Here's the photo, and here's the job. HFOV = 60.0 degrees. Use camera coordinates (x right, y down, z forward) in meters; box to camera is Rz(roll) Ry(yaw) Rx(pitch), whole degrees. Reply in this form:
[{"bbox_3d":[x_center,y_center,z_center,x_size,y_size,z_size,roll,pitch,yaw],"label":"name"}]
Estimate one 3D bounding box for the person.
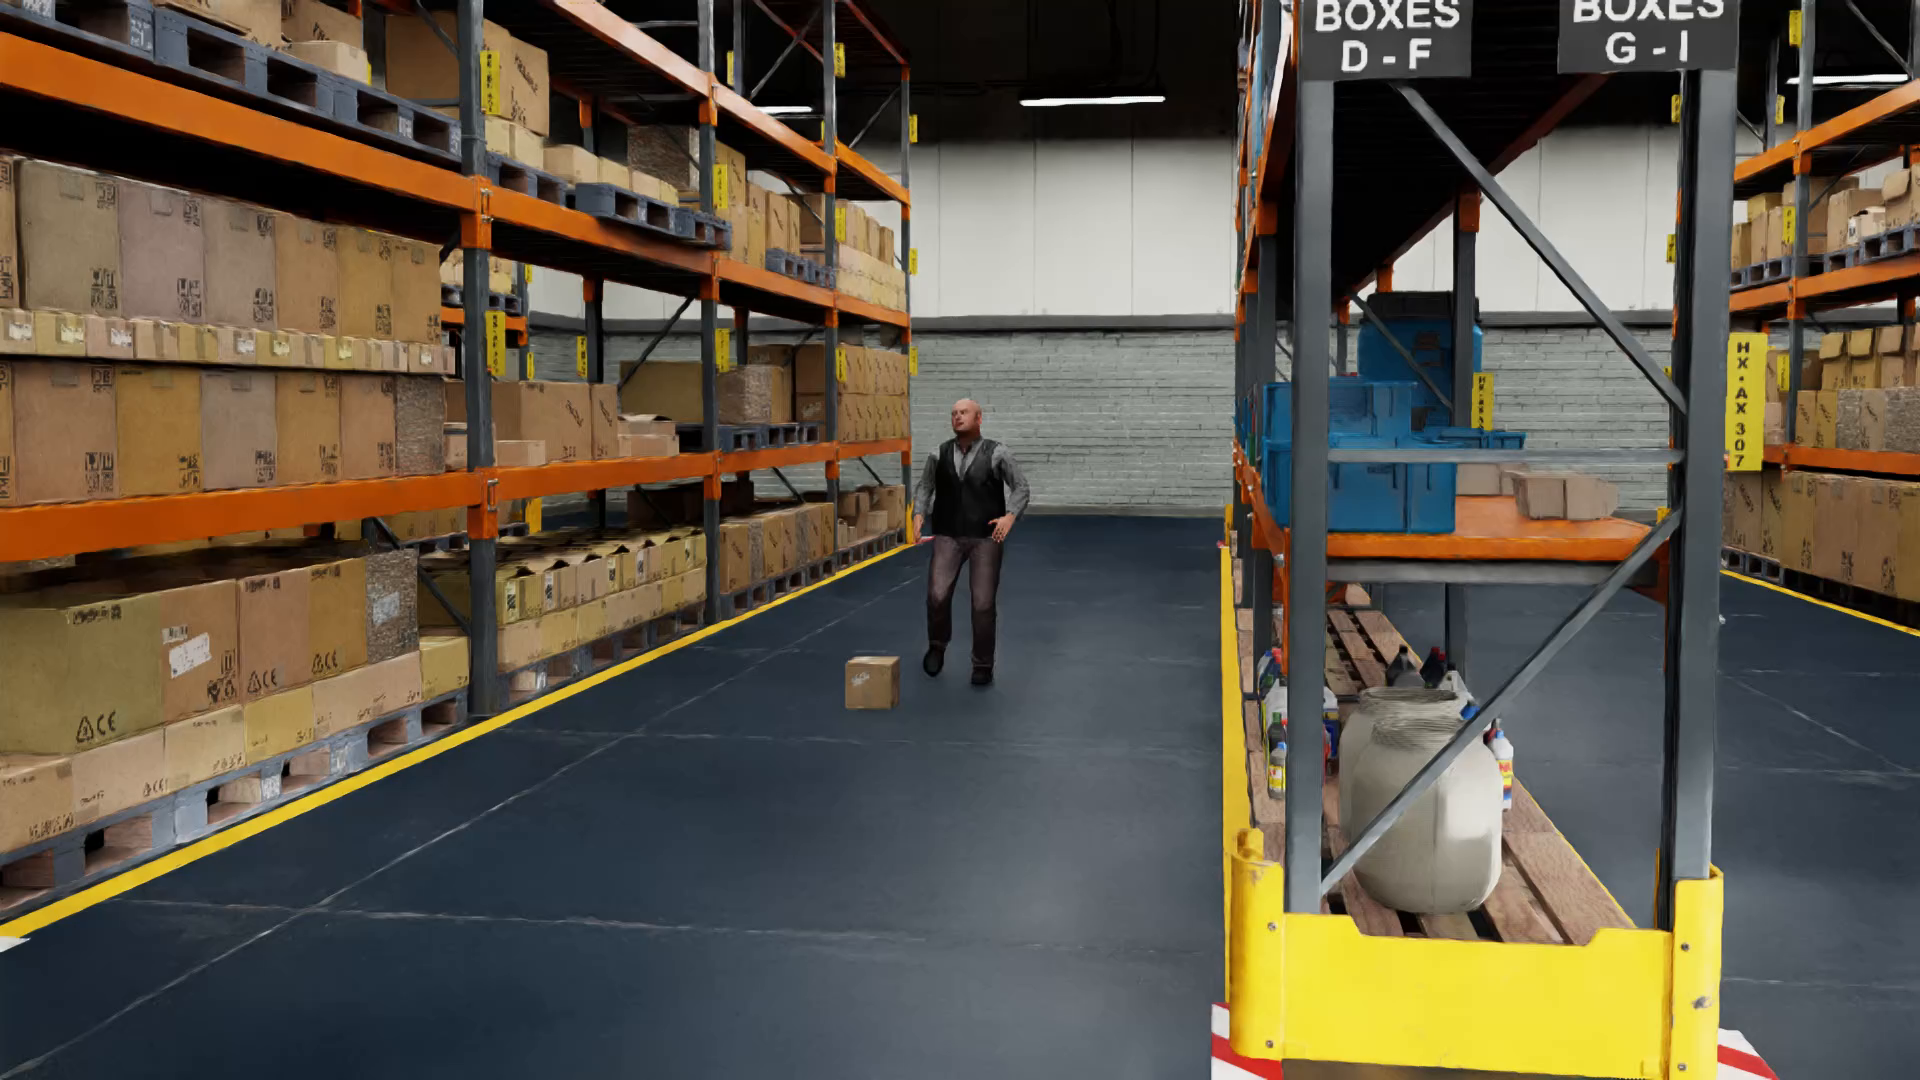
[{"bbox_3d":[0.053,0.011,9.881,0.716,1.695,0.502,1,4,8],"label":"person"}]
